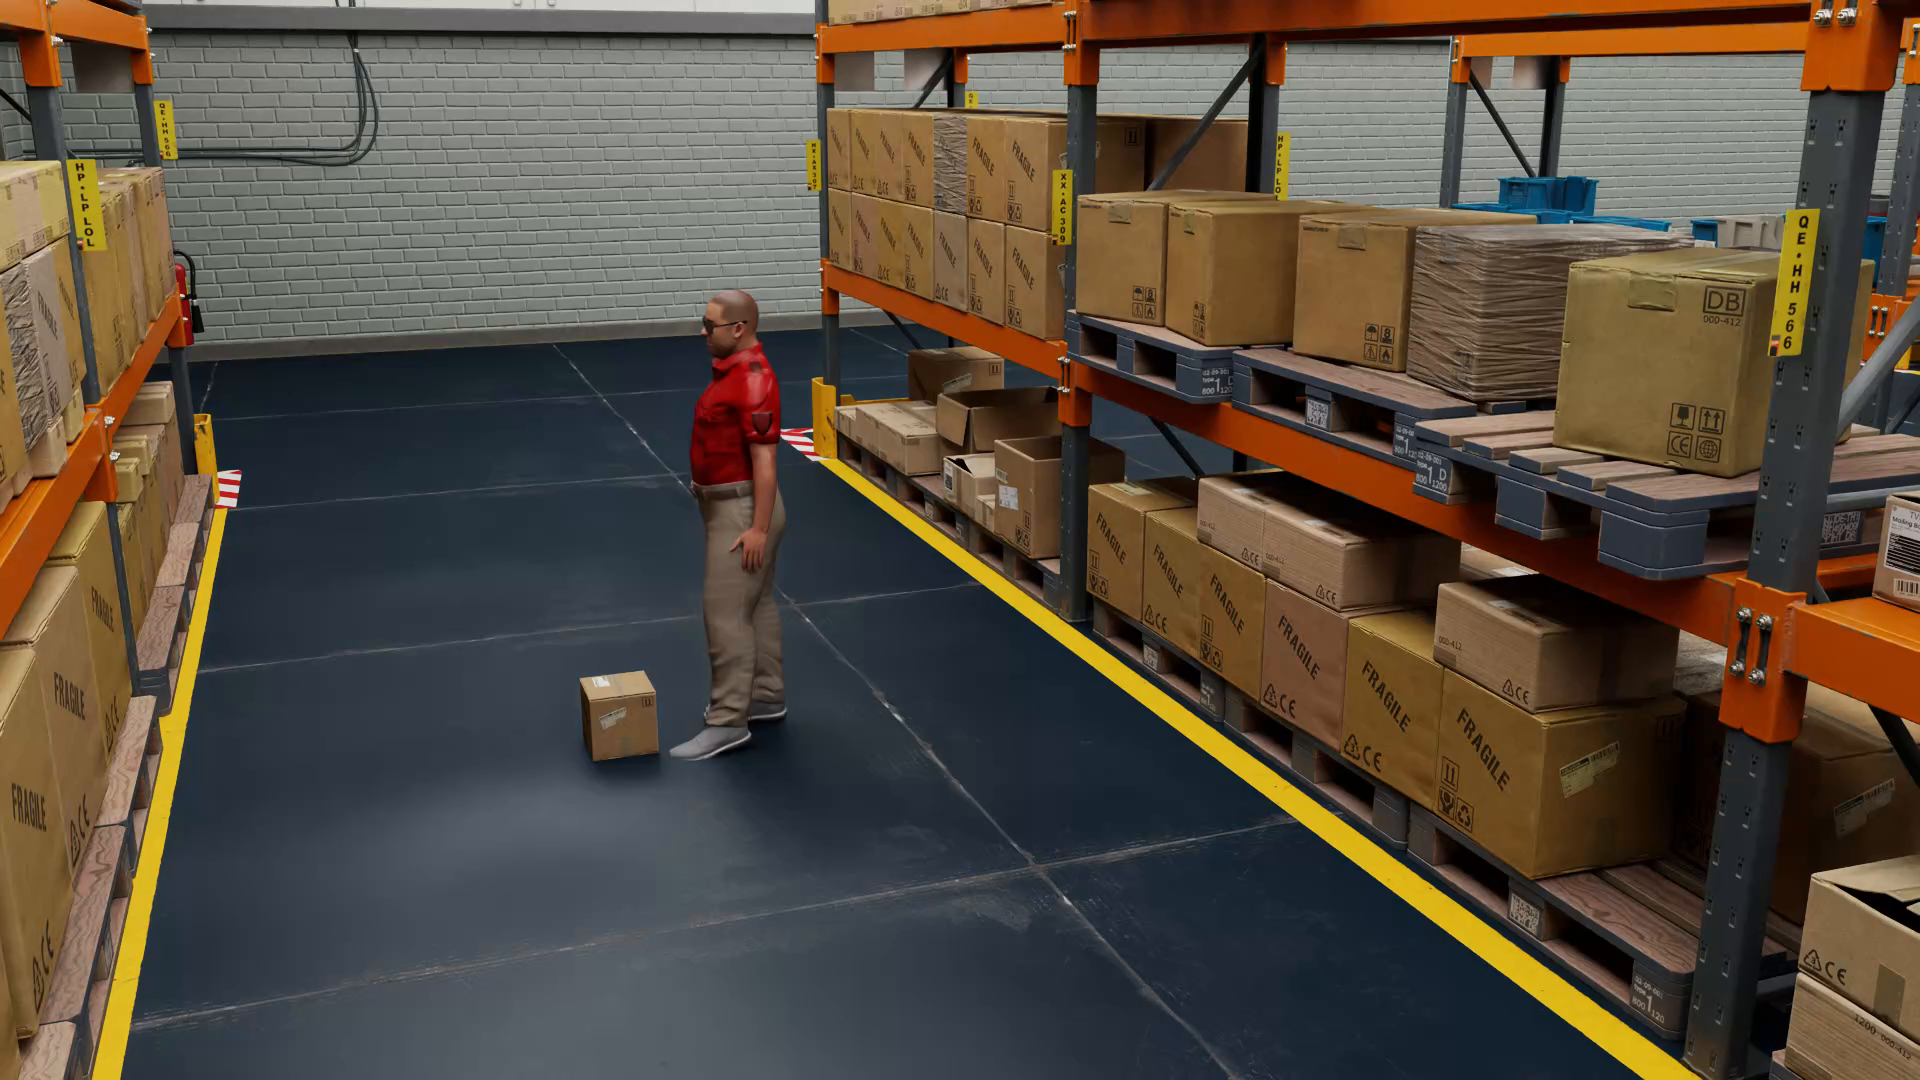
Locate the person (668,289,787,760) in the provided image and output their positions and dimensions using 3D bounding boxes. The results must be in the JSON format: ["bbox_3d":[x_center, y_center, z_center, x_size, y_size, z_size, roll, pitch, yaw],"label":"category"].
[{"bbox_3d":[-0.921,-0.075,6.355,0.483,1.759,0.579,-3,16,-11],"label":"person"}]
